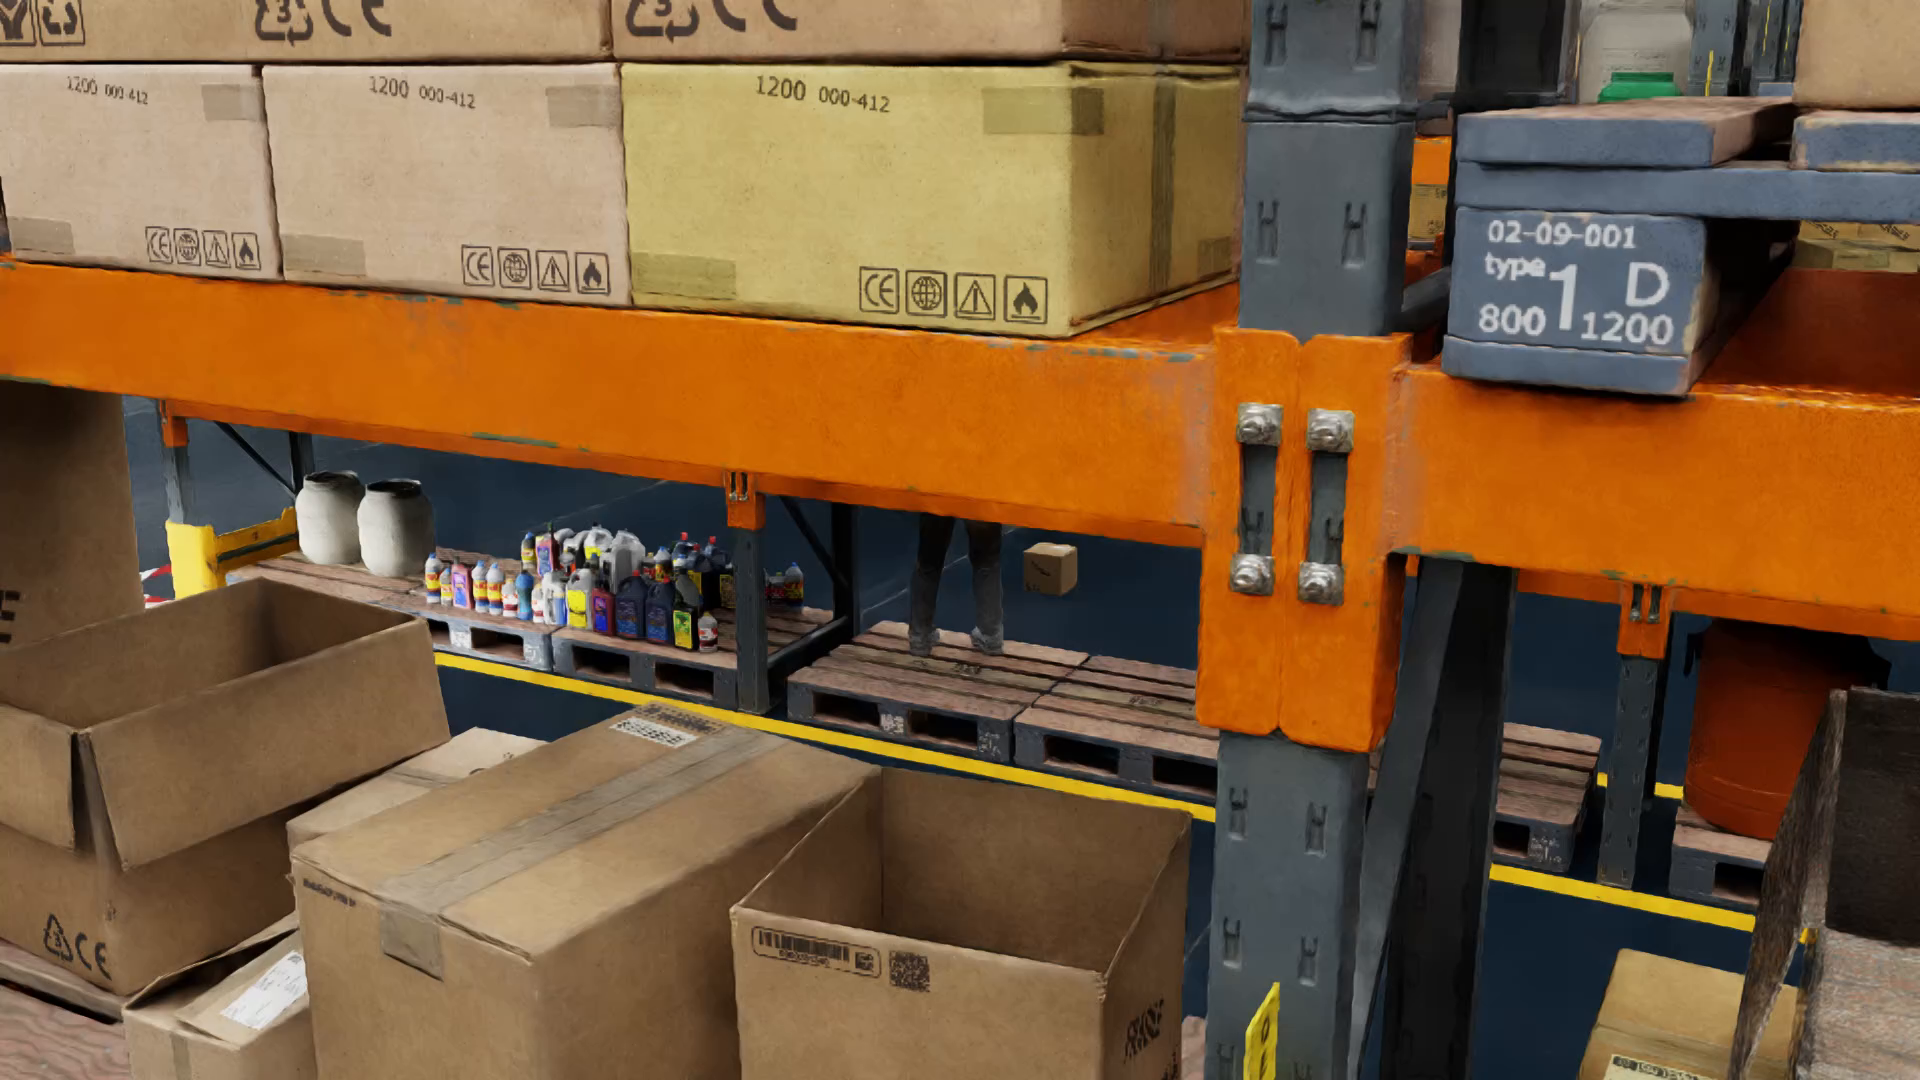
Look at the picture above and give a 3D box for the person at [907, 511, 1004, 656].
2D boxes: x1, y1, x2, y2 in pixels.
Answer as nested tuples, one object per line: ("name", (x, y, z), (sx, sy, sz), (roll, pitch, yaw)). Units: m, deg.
("person", (-0.004, -0.298, 8.200), (0.579, 1.766, 0.422), (7, 17, 23))
